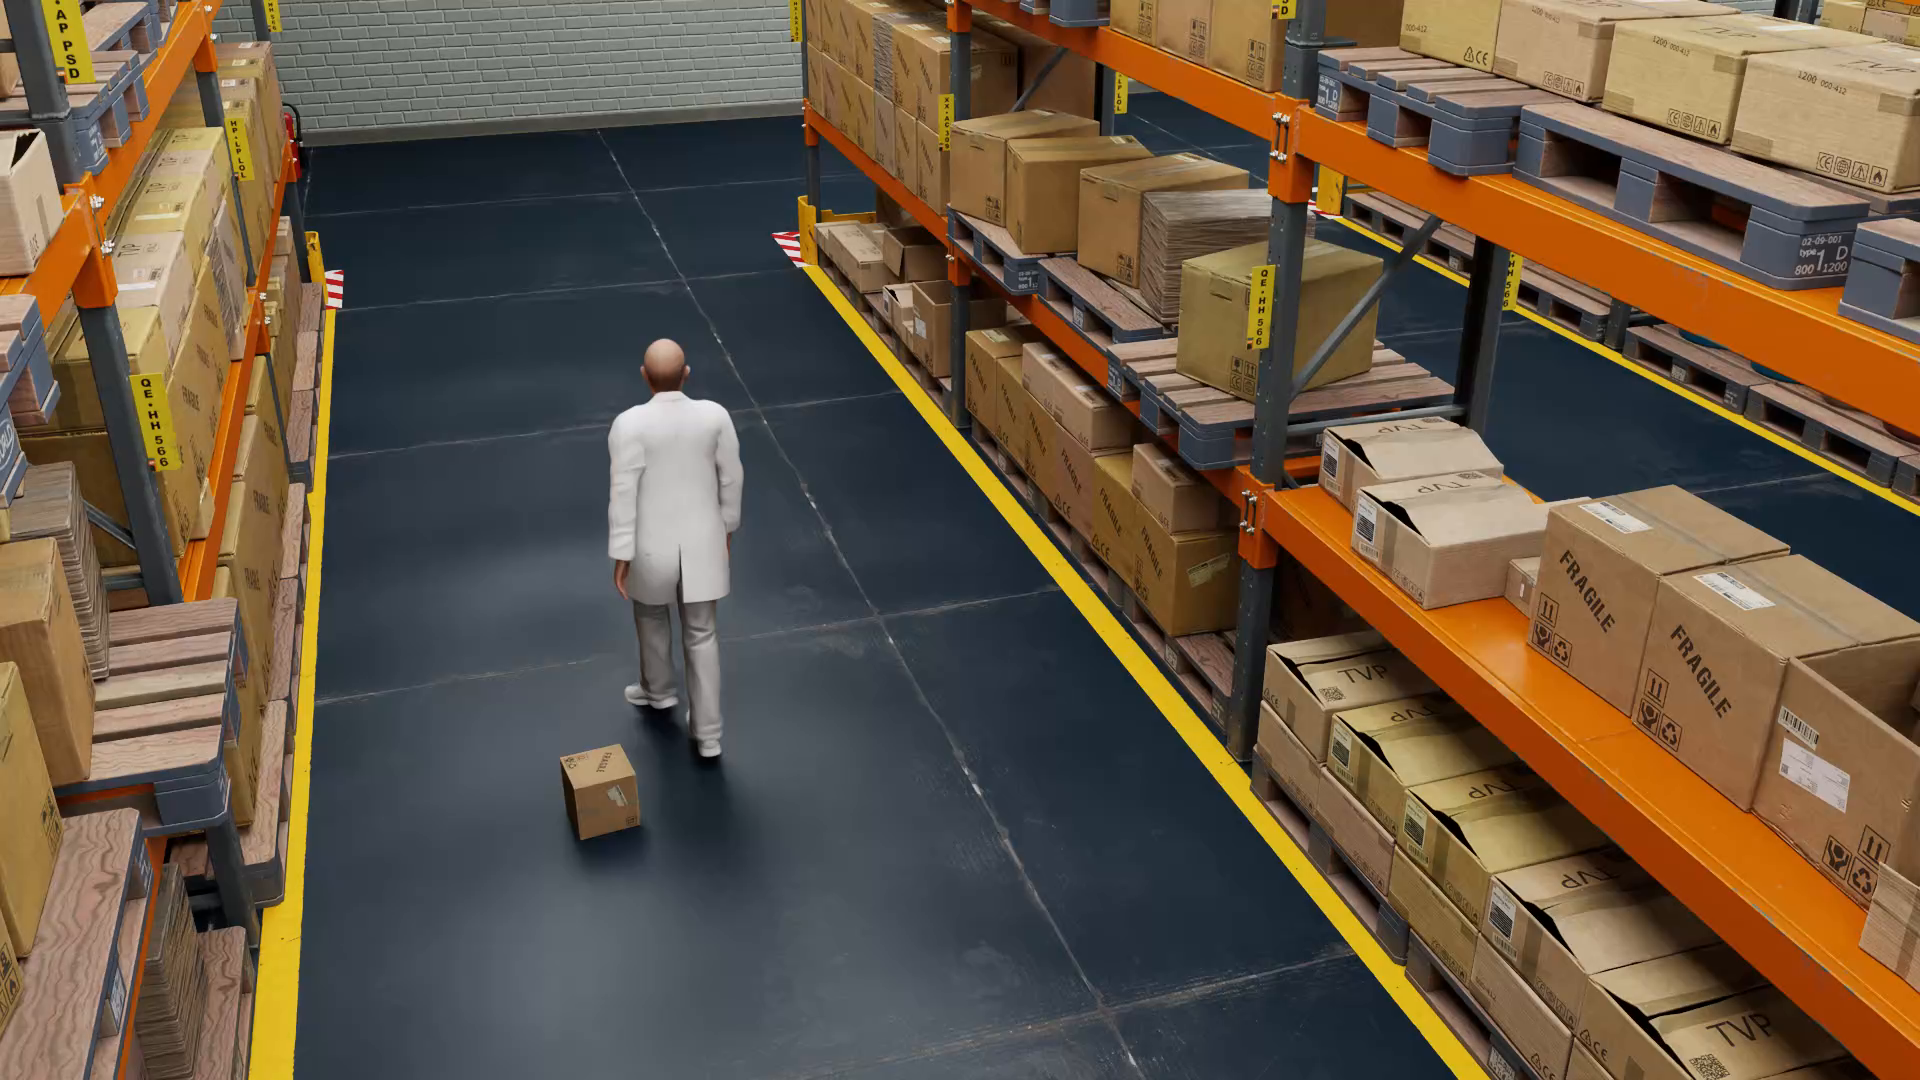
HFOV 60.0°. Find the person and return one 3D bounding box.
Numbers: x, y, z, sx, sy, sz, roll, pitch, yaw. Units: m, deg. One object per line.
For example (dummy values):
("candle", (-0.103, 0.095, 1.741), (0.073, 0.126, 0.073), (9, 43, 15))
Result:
("person", (-1.199, 0.035, 7.077), (0.618, 1.804, 0.793), (-8, 27, -16))
